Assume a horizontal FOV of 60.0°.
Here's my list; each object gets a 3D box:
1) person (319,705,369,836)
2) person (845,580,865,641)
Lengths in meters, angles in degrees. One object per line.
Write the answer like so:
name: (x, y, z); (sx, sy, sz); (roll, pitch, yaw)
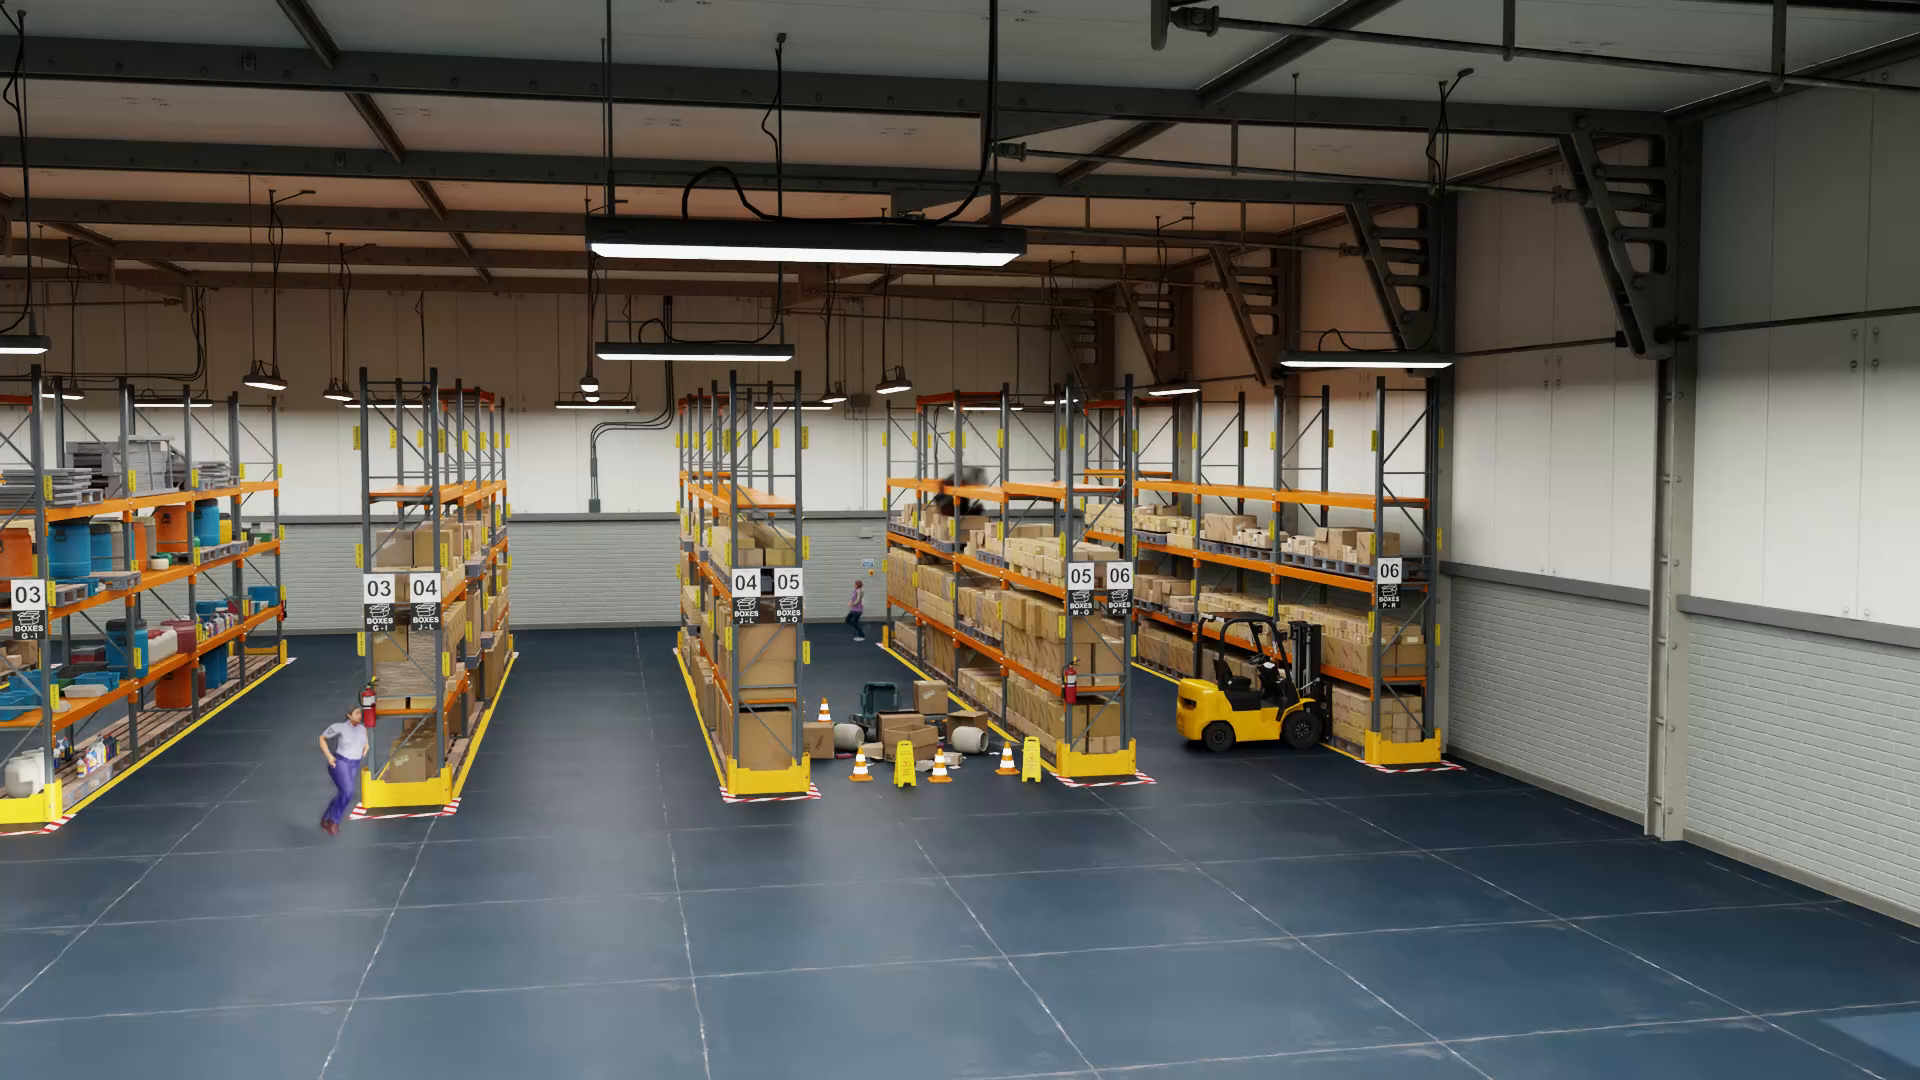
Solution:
person: (-7.935, 2.951, 21.414); (0.646, 1.635, 0.710); (2, 4, 26)
person: (-2.594, 1.761, 41.583); (0.525, 1.546, 0.566); (-1, 4, -15)
